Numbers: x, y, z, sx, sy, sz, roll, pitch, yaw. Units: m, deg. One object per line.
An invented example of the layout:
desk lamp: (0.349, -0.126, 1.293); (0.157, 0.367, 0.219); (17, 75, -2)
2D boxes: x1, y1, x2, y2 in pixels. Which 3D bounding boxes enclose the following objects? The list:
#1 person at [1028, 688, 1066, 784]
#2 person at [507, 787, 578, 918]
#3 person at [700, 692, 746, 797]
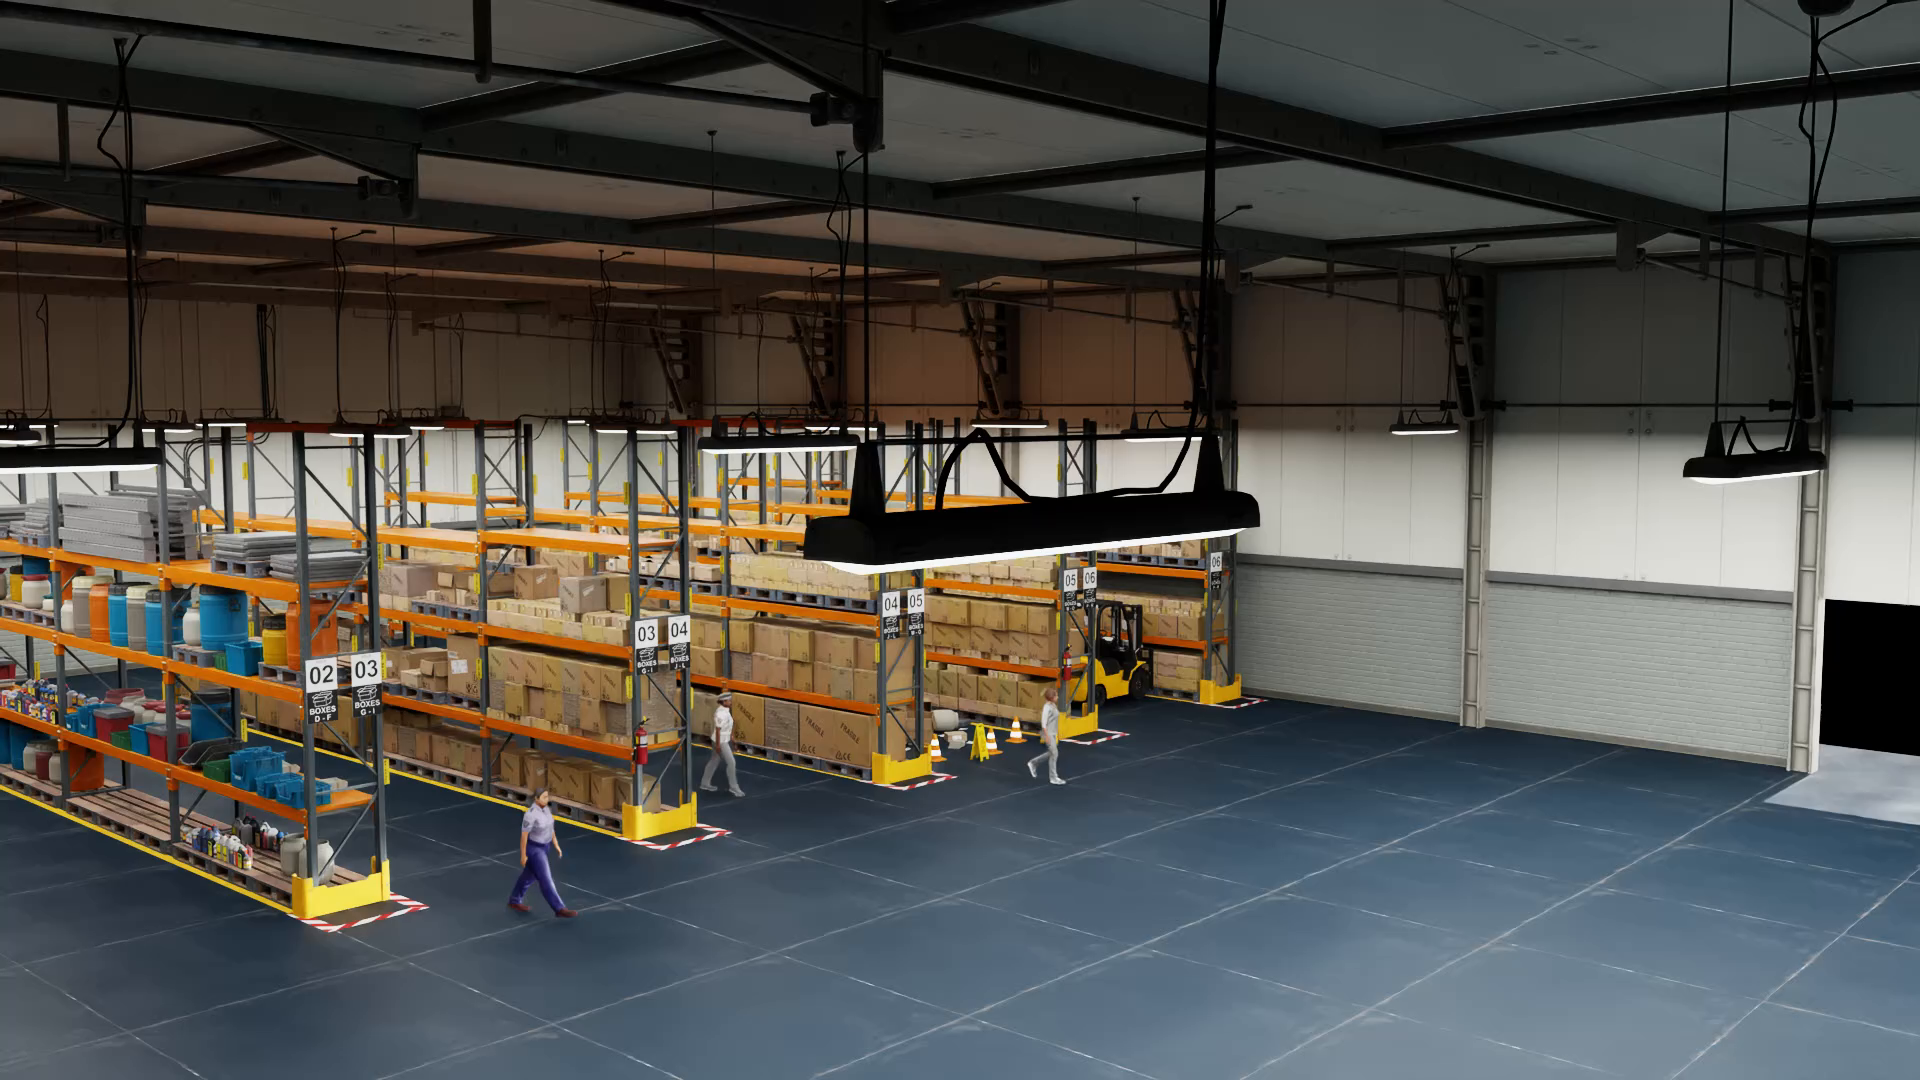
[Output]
person: (1.466, 3.313, 27.817); (0.673, 1.475, 0.522); (1, 5, 16)
person: (-5.153, 3.834, 20.526); (1.022, 1.589, 0.521); (1, 5, 8)
person: (-3.847, 3.298, 27.015); (0.799, 1.678, 0.500); (0, 5, 5)
